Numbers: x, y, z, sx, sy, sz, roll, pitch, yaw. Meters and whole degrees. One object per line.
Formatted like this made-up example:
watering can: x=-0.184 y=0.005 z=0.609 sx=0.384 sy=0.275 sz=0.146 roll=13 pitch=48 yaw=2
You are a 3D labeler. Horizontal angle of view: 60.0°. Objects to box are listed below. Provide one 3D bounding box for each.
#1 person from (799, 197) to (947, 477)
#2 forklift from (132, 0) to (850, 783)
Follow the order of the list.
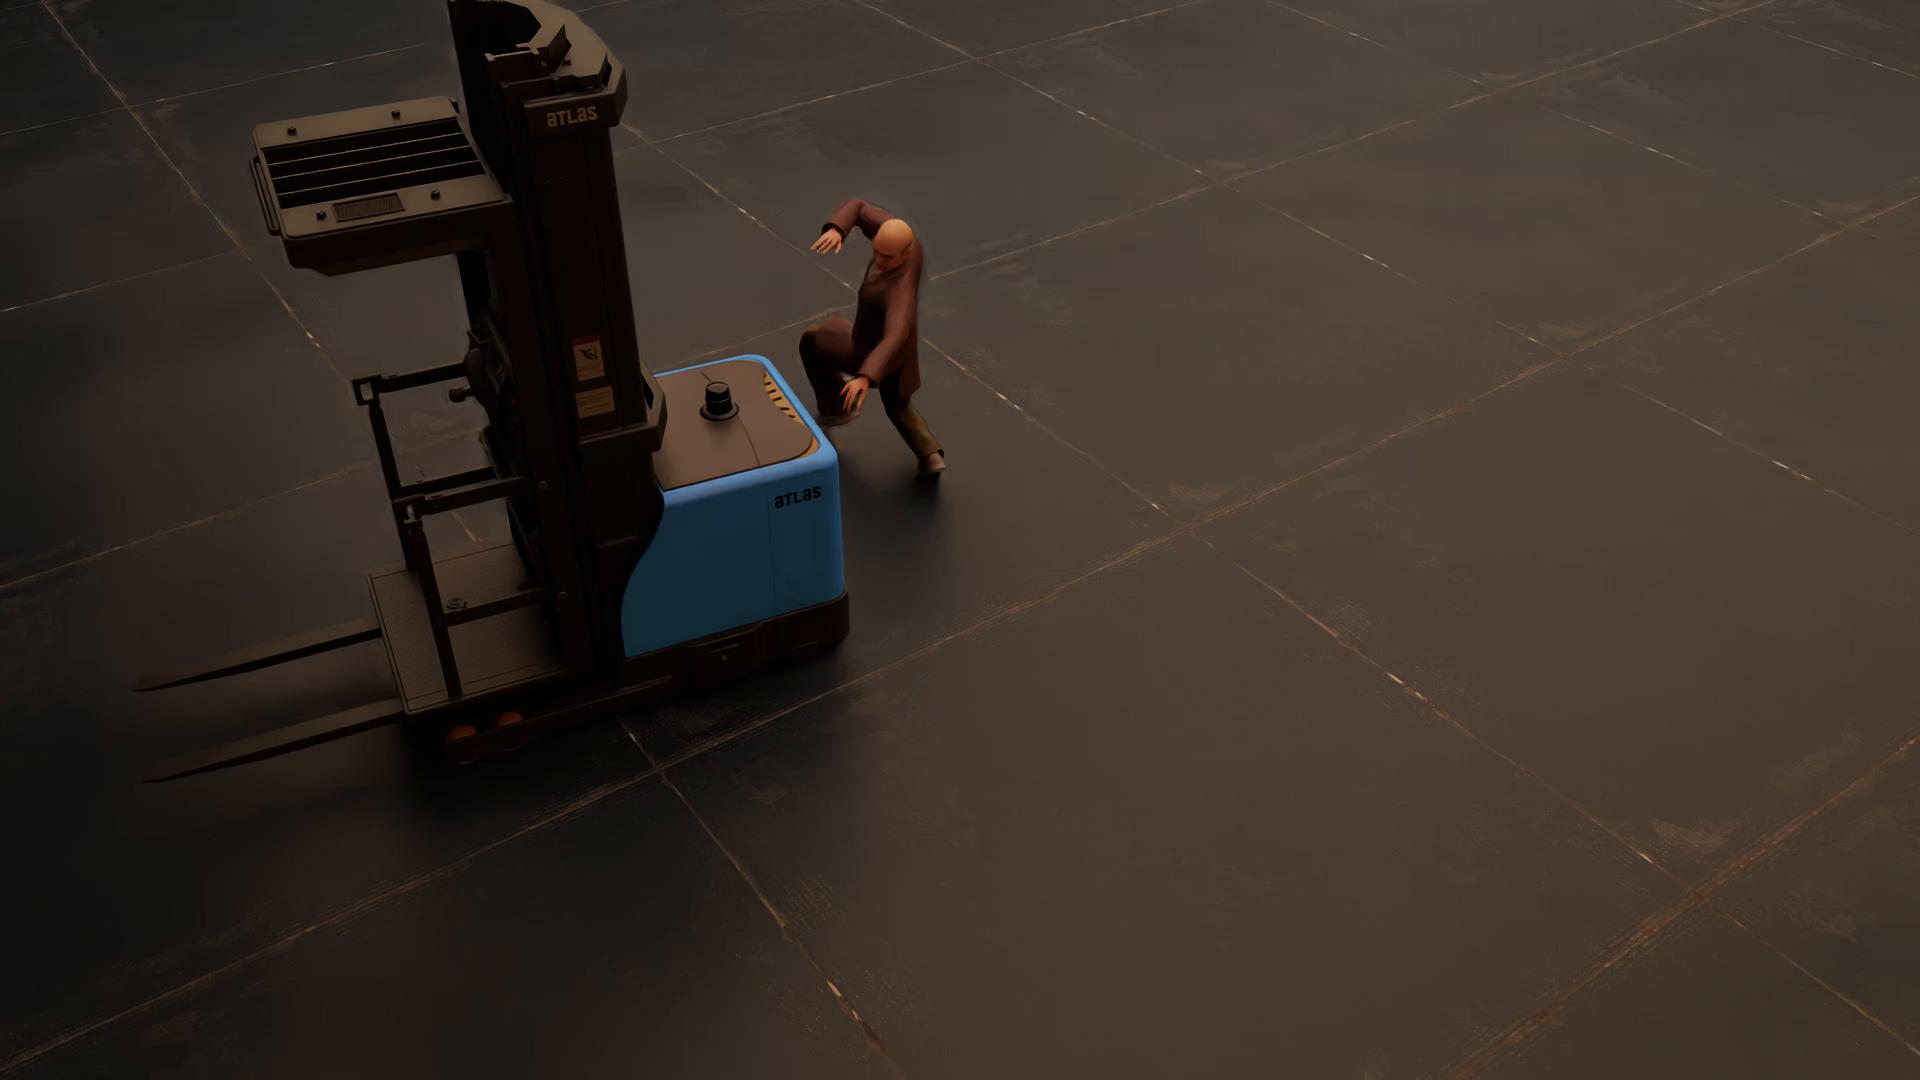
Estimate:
person: x=-0.566 y=-0.931 z=8.443 sx=1.030 sy=1.477 sz=1.044 roll=22 pitch=42 yaw=26
forklift: x=-2.072 y=-0.580 z=6.728 sx=3.031 sy=2.935 sz=1.130 roll=-15 pitch=39 yaw=-20
